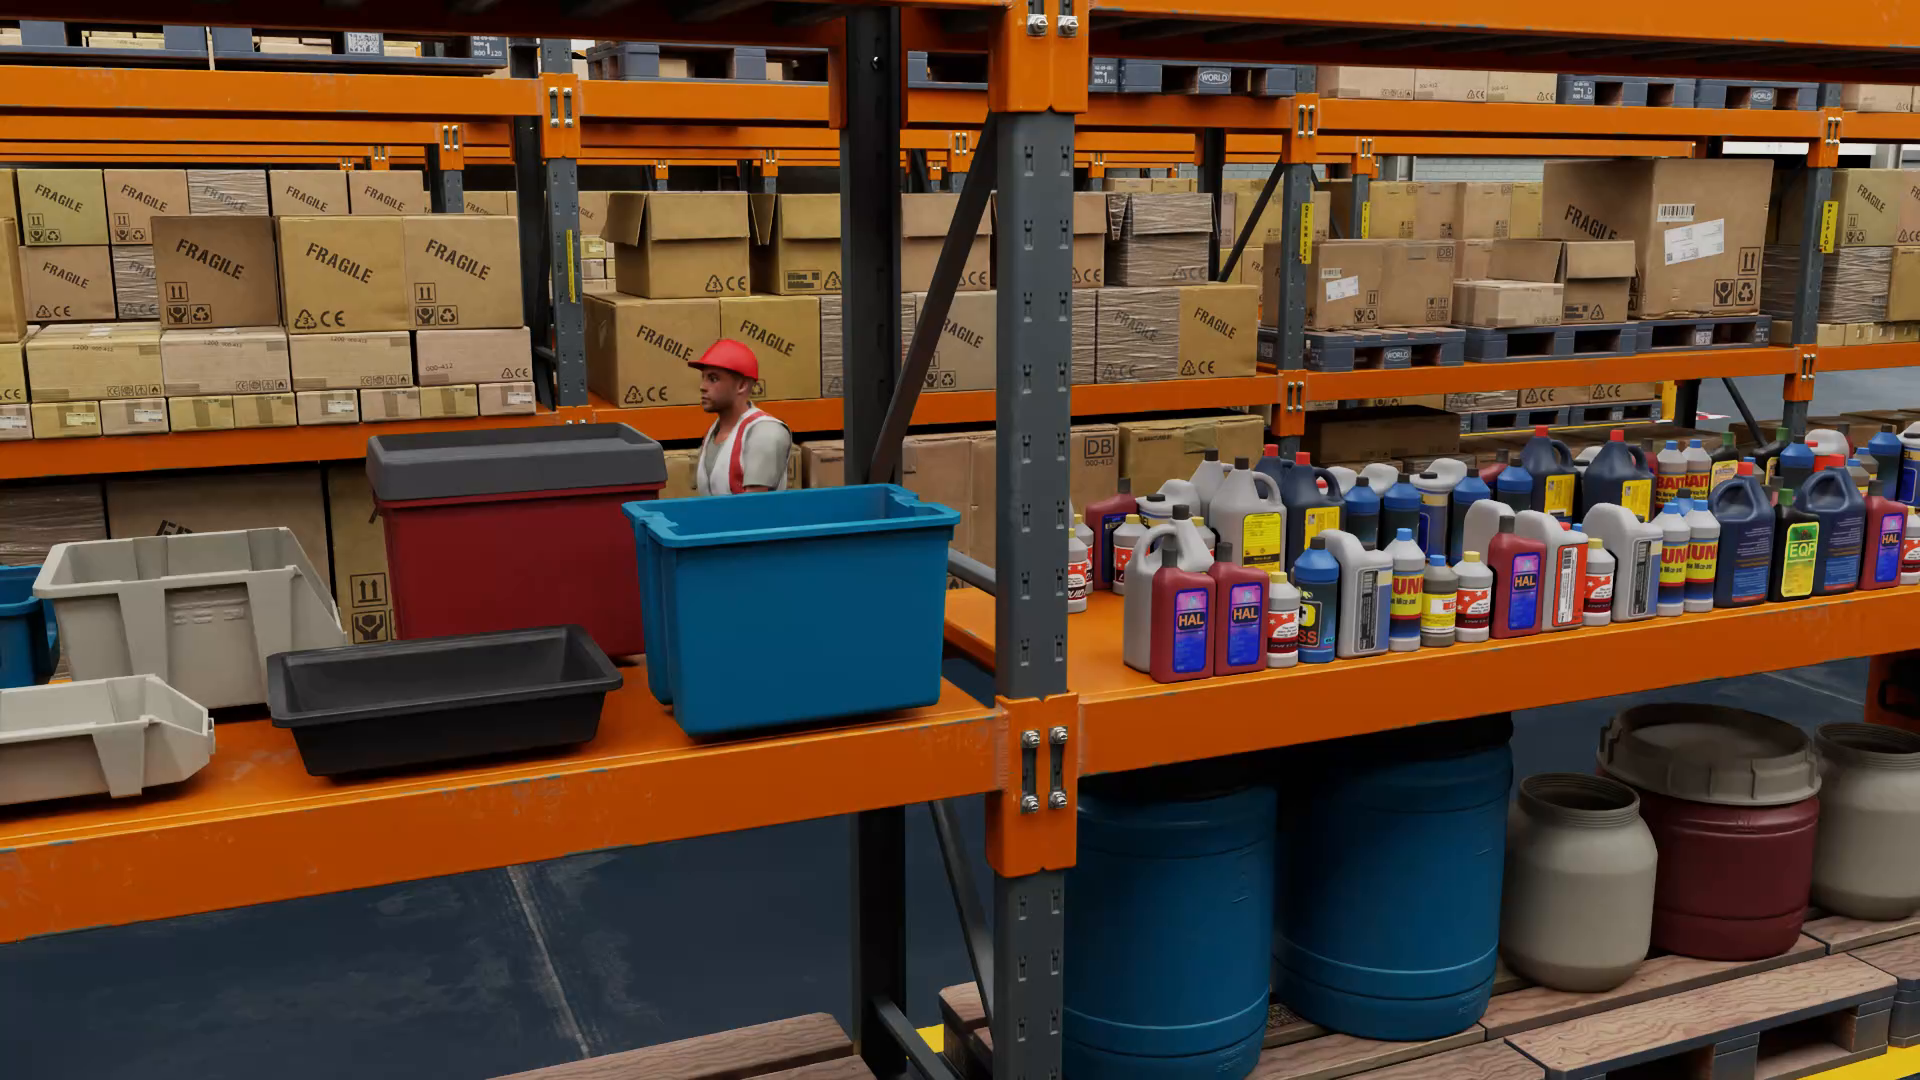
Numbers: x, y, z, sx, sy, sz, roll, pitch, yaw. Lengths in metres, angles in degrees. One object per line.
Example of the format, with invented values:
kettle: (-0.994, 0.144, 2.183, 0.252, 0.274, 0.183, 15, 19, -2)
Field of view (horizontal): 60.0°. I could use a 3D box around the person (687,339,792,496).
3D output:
person: (-0.798, 0.108, 6.400, 0.543, 1.761, 0.851, 10, 16, 40)
